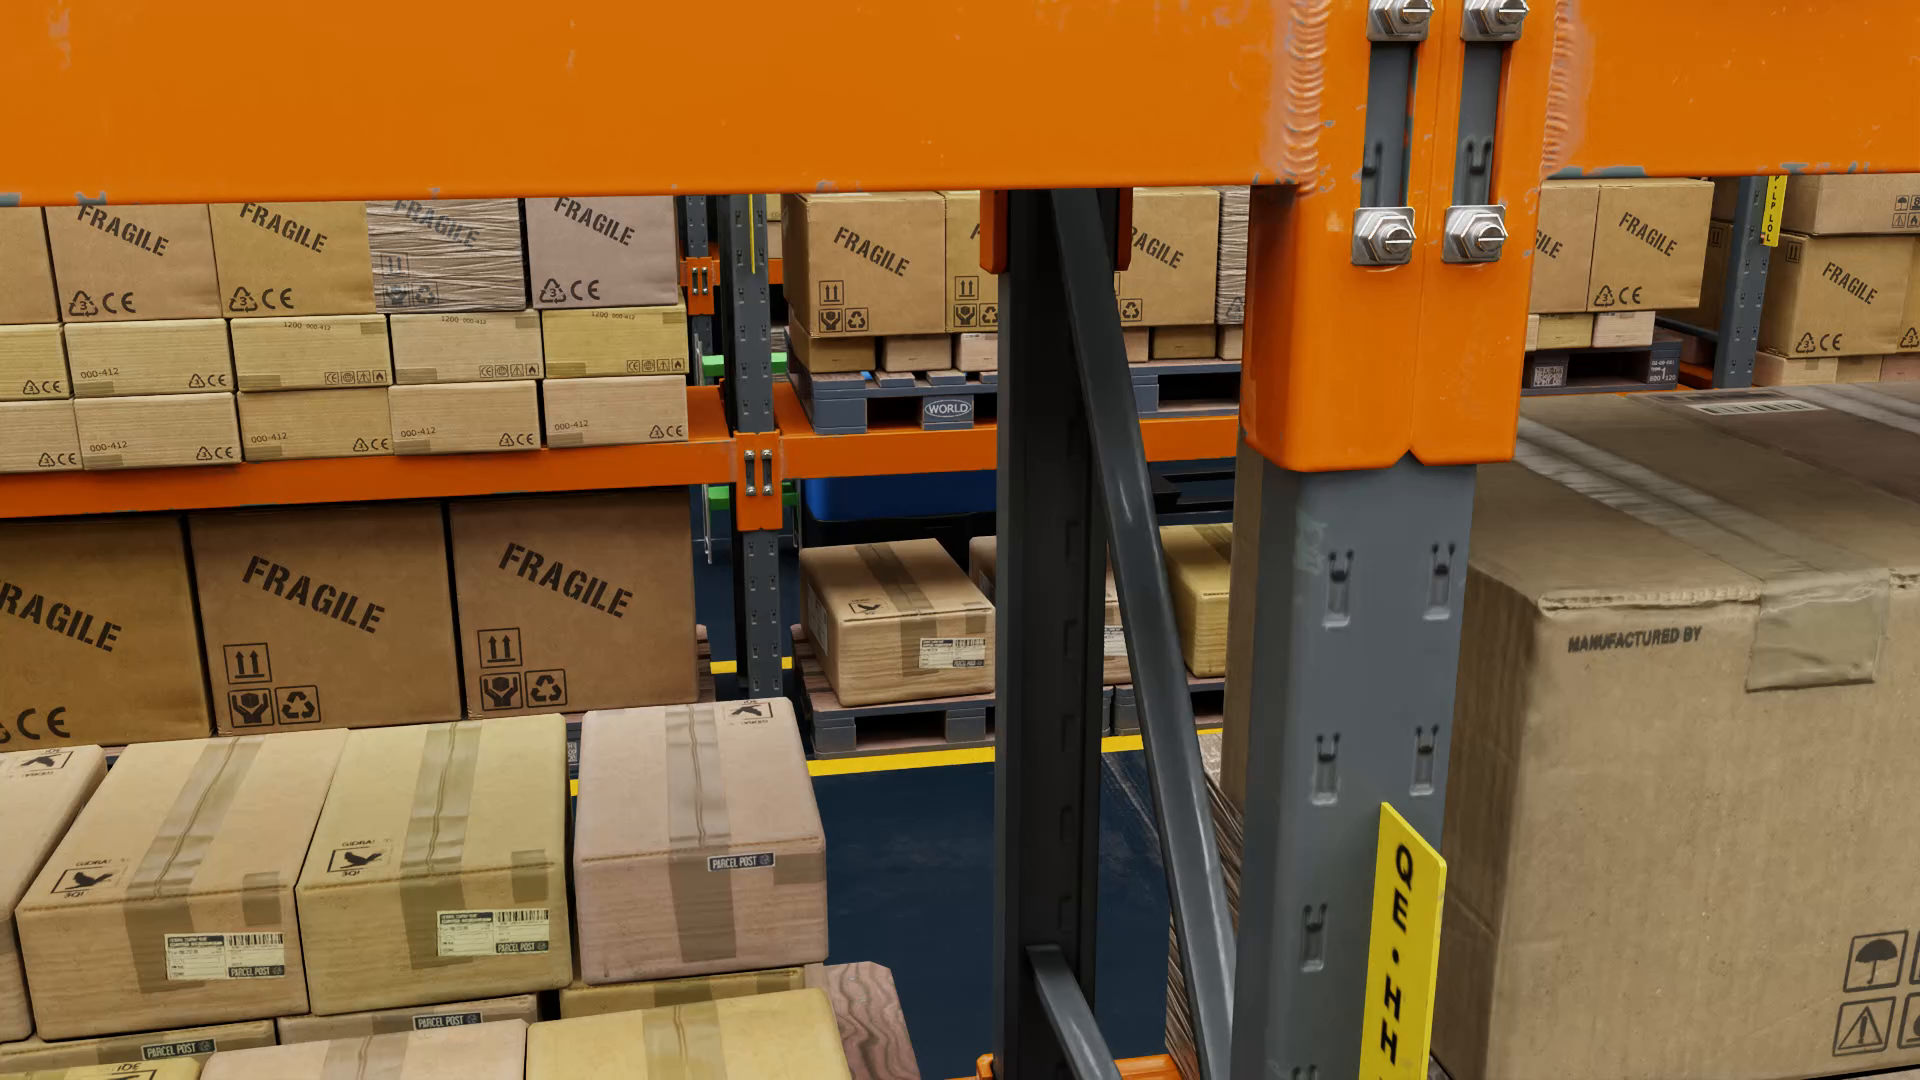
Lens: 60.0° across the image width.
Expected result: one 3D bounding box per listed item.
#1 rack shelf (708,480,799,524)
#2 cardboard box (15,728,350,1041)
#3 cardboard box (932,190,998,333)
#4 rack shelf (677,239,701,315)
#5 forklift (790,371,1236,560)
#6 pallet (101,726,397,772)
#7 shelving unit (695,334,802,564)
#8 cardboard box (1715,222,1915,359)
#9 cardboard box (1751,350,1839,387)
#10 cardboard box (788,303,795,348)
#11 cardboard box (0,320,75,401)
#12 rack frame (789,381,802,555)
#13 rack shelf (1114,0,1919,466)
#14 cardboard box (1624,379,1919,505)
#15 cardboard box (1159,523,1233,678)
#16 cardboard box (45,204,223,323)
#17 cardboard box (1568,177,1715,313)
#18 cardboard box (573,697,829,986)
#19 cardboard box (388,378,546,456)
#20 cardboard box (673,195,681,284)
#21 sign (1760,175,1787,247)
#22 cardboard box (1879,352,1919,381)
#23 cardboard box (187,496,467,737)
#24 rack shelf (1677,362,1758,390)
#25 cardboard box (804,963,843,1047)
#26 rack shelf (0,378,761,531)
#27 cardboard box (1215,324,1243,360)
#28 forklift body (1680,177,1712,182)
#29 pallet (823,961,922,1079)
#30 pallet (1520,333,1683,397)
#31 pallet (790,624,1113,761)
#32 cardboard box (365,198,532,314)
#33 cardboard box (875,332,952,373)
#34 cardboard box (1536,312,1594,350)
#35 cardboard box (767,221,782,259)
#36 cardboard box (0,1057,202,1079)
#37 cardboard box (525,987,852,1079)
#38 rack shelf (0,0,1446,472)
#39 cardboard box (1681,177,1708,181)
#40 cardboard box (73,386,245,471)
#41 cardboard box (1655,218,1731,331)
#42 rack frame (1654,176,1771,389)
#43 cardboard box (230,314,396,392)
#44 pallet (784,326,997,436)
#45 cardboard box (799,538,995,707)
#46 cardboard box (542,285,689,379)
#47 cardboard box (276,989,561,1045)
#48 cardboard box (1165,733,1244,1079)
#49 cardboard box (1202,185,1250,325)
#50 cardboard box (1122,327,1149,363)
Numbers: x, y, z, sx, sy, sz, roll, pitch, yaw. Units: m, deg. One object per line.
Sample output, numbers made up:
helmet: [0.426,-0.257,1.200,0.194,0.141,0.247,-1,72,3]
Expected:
rack shelf: [-1.124,-0.205,8.970,0.480,0.148,0.258,-4,18,-13]
cardboard box: [-0.794,0.350,1.764,0.250,0.149,0.380,-3,17,-11]
cardboard box: [0.159,-1.085,6.343,0.500,0.500,0.500,-2,17,-8]
rack shelf: [-3.746,-1.680,10.899,4.000,0.370,1.077,-3,17,-10]
forklift: [0.608,-1.443,9.019,3.031,2.935,1.130,-4,18,-13]
pallet: [-2.821,0.717,6.617,1.213,0.211,1.003,-3,17,-10]
shelving unit: [-1.124,-0.495,8.881,0.503,1.200,0.258,-4,18,-13]
cardboard box: [3.575,-1.062,6.983,0.500,0.500,0.500,-3,17,-11]
cardboard box: [3.460,-0.733,7.016,0.250,0.149,0.380,-3,17,-11]
cardboard box: [-0.560,-0.872,6.753,0.250,0.149,0.380,-3,17,-8]
cardboard box: [-3.272,-0.650,5.723,0.500,0.250,0.500,-3,17,-10]
rack frame: [-0.887,-0.512,8.935,0.015,1.200,0.240,-4,18,-13]
rack shelf: [2.165,-0.485,1.898,4.000,0.370,1.077,-3,17,-10]
cardboard box: [1.140,0.140,1.874,0.500,0.500,0.700,-3,17,-11]
cardboard box: [1.188,0.238,7.188,0.625,0.372,0.950,-3,17,-9]
cardboard box: [-2.784,-1.044,5.727,0.500,0.500,0.500,-4,17,-11]
cardboard box: [2.680,-1.226,6.804,0.500,0.500,0.500,-4,17,-11]
cardboard box: [-0.294,0.322,1.855,0.250,0.149,0.380,-3,17,-10]
cardboard box: [-1.783,-0.497,6.077,0.500,0.250,0.500,-3,17,-9]
cardboard box: [-1.368,-1.274,6.476,0.500,0.500,0.500,-4,17,-12]
sign: [3.199,-1.321,6.533,0.005,0.325,0.100,-3,17,-10]
cardboard box: [3.954,-0.785,7.187,0.250,0.149,0.380,-3,17,-11]
cardboard box: [-2.407,0.173,6.543,0.875,0.875,0.875,-3,17,-10]
rack shelf: [5.054,-0.695,7.691,4.000,0.370,1.077,-3,17,-10]
cardboard box: [-0.276,0.603,1.954,0.250,0.149,0.380,-3,17,-11]
rack shelf: [-2.801,-0.250,6.241,4.000,0.370,1.077,-3,17,-10]
cardboard box: [1.113,-0.826,6.605,0.250,0.149,0.380,-3,17,-9]
forklift body: [4.557,-1.544,10.675,1.214,2.155,2.313,-3,17,-10]
pallet: [-0.478,0.879,1.669,1.003,0.211,1.213,-3,17,-10]
pallet: [2.312,-0.835,7.249,1.213,0.211,1.003,-3,17,-10]
pallet: [-0.069,0.585,7.047,1.213,0.211,1.003,-3,17,-10]
cardboard box: [-1.797,-1.095,5.896,0.500,0.500,0.500,-3,17,-9]
cardboard box: [-0.199,-0.756,6.377,0.250,0.149,0.380,-4,18,-14]
cardboard box: [2.375,-0.890,6.815,0.250,0.149,0.380,-4,17,-12]
cardboard box: [-1.300,-2.018,11.029,0.500,0.250,0.500,-3,17,-10]
cardboard box: [-0.697,0.539,1.148,0.250,0.149,0.380,-3,17,-9]
cardboard box: [-0.193,0.511,1.239,0.250,0.149,0.380,-4,18,-13]
rack shelf: [-1.762,-0.262,1.173,4.000,0.370,1.077,-3,17,-10]
cardboard box: [5.128,-2.500,12.171,0.500,0.500,0.500,-3,17,-9]
cardboard box: [-2.776,-0.437,5.882,0.500,0.250,0.500,-4,17,-11]
cardboard box: [3.479,-1.214,7.479,0.500,0.500,0.500,-4,17,-12]
rack frame: [3.090,-0.928,7.223,0.127,3.000,1.000,-3,17,-10]
cardboard box: [-2.266,-0.708,5.912,0.500,0.250,0.500,-4,17,-12]
pallet: [-0.158,-0.684,6.755,1.003,0.211,1.213,-3,17,-10]
cardboard box: [-0.280,0.322,6.915,0.625,0.372,0.950,-4,18,-14]
cardboard box: [-1.264,-0.772,6.120,0.500,0.250,0.500,-3,17,-11]
cardboard box: [-0.577,0.478,1.851,0.250,0.149,0.380,-2,17,-8]
cardboard box: [0.593,0.566,2.189,0.500,0.500,0.500,-3,17,-10]
cardboard box: [1.172,-1.142,6.529,0.500,0.500,0.500,-4,18,-13]
cardboard box: [0.575,-0.803,6.531,0.250,0.149,0.380,-2,17,-7]
